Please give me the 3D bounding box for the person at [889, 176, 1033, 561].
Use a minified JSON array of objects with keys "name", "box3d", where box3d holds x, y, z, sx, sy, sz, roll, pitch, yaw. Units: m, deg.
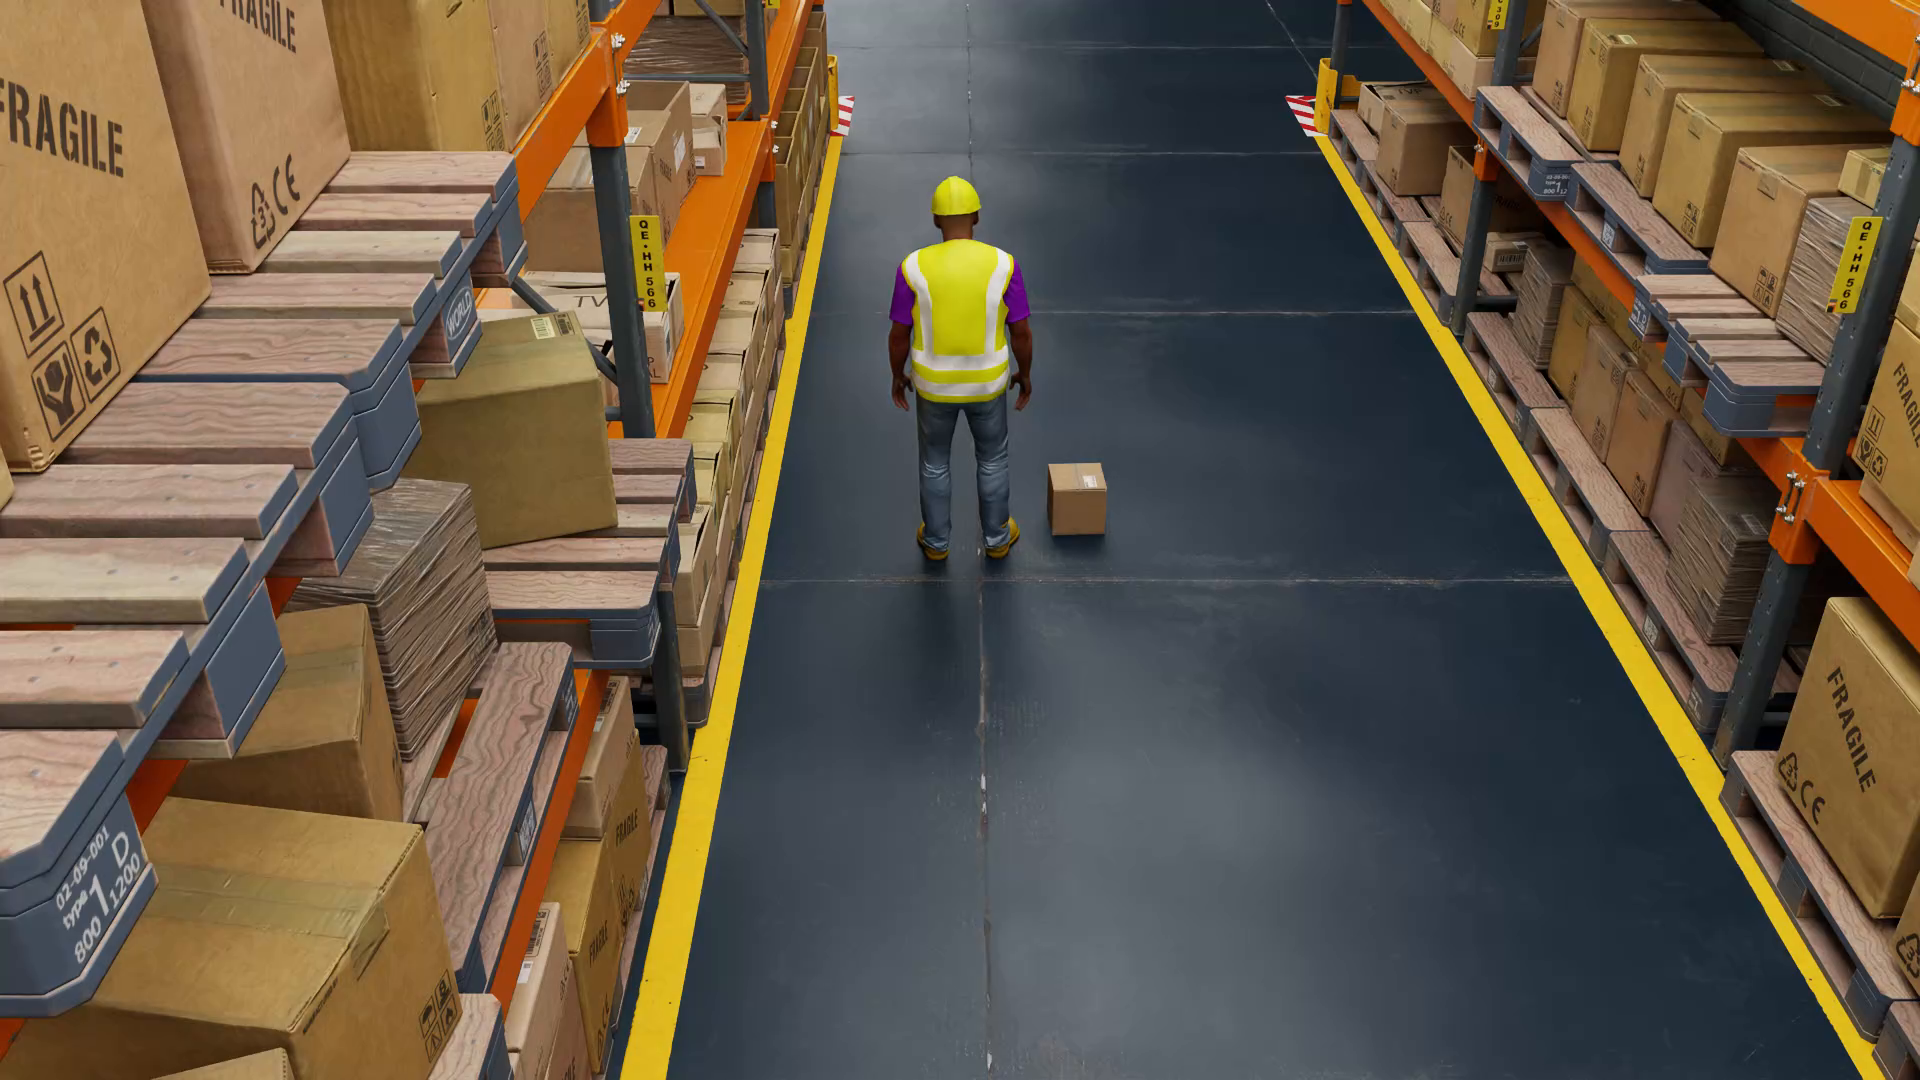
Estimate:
[{"name":"person","box3d":[0.005,-0.719,7.297,0.626,1.760,0.461,0,31,0]}]
